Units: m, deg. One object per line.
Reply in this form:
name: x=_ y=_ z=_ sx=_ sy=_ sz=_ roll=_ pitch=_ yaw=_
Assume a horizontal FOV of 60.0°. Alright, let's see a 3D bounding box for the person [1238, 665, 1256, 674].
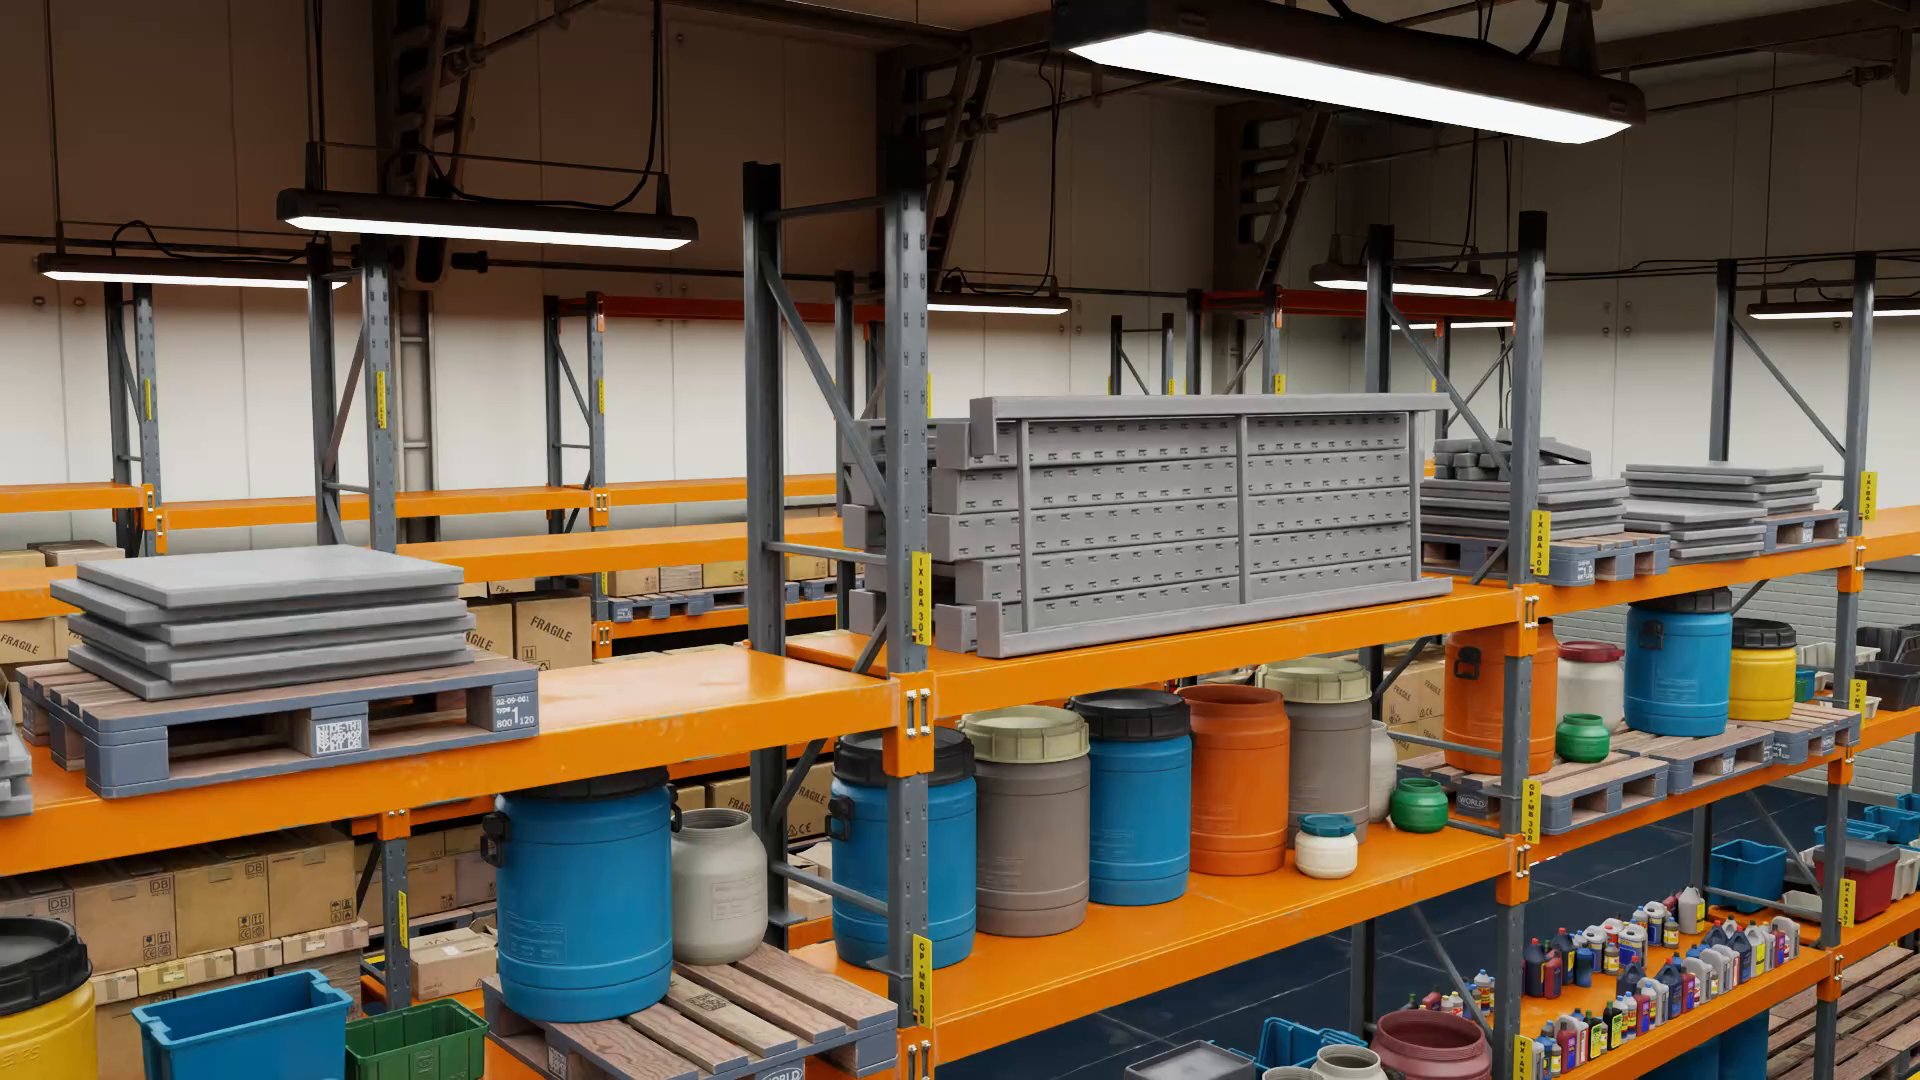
person: x=3.622 y=2.264 z=20.950 sx=0.625 sy=1.726 sz=0.925 roll=2 pitch=6 yaw=20
